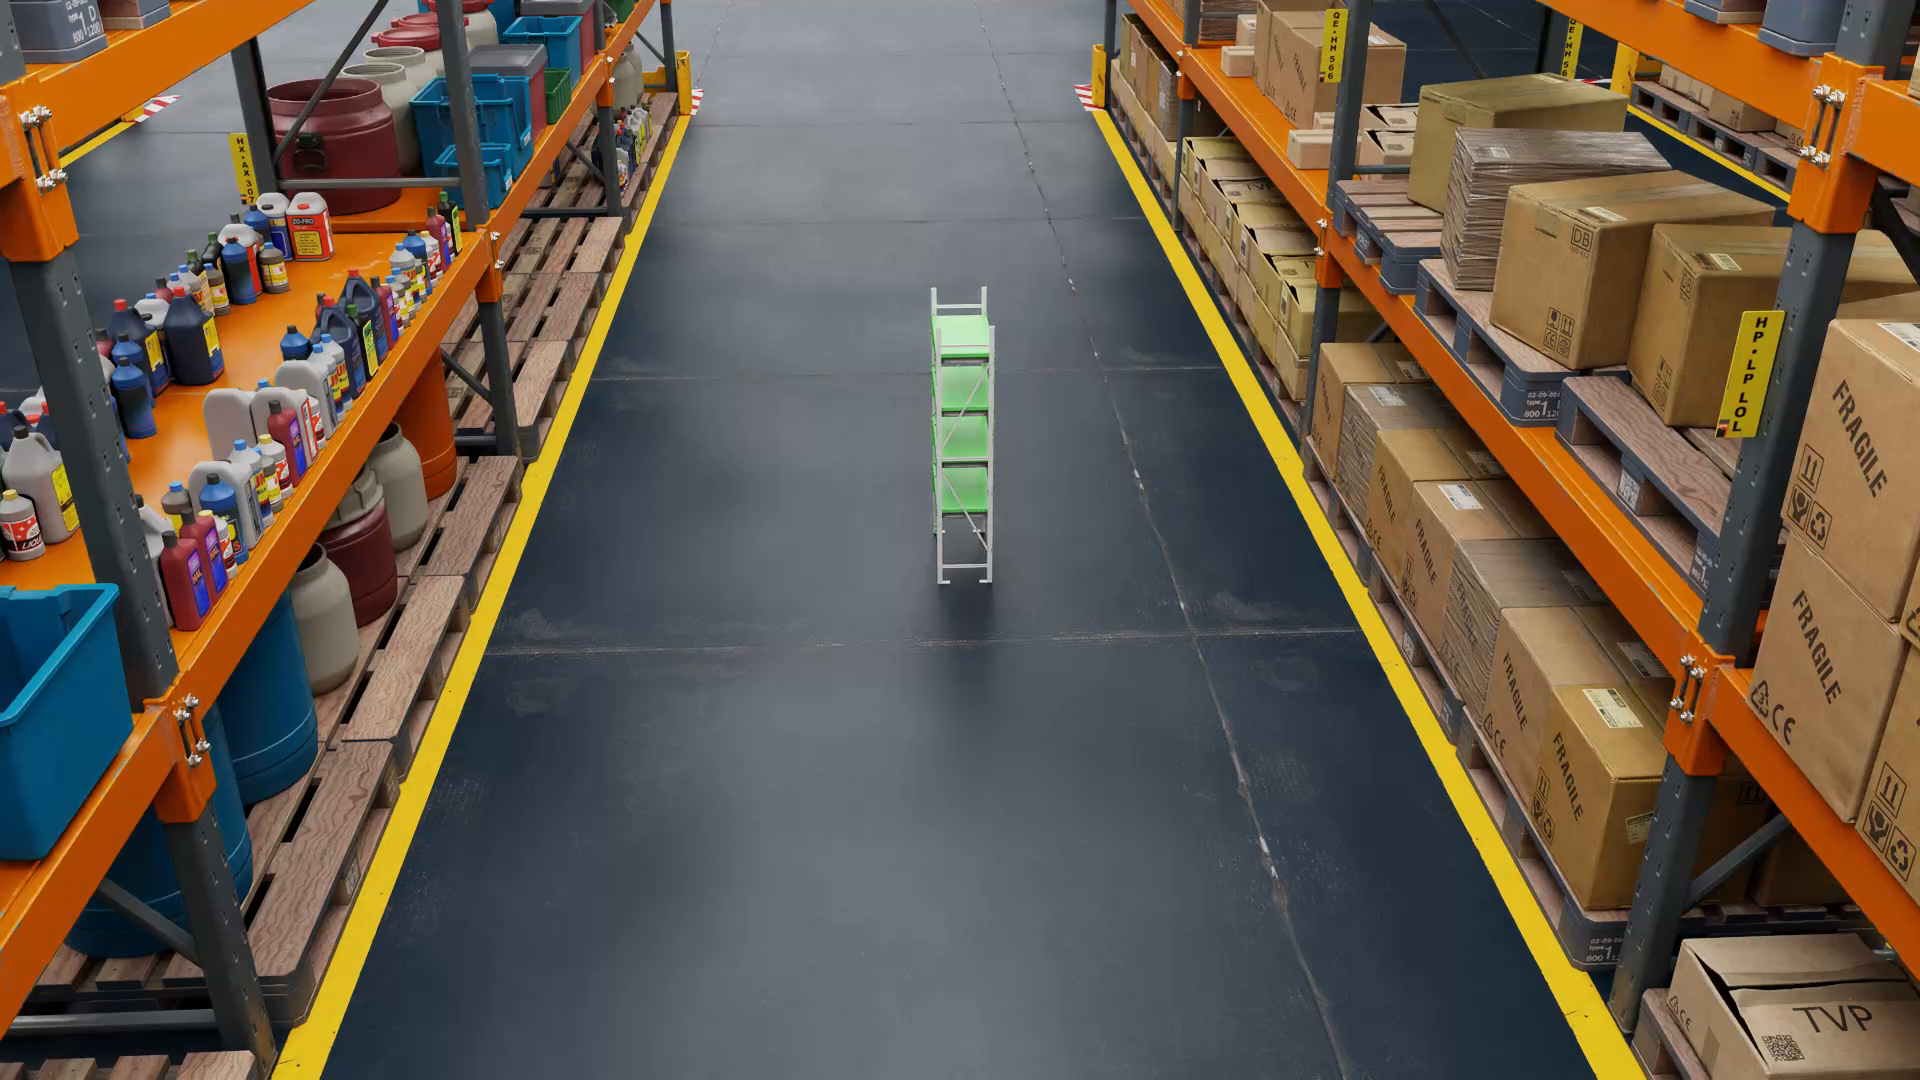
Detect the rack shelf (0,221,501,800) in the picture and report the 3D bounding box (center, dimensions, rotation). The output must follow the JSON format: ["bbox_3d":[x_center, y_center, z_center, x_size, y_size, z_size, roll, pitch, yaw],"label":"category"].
[{"bbox_3d":[-2.590,-0.386,6.024,1.077,0.370,4.000,-1,28,-3],"label":"rack shelf"}]

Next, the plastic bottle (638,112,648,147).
[{"bbox_3d":[-2.586,-3.292,13.287,0.152,0.276,0.135,-2,28,-4],"label":"plastic bottle"}]

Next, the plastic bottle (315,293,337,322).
[{"bbox_3d":[-2.322,-0.784,6.135,0.061,0.283,0.133,-1,28,-3],"label":"plastic bottle"}]

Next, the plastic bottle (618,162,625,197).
[{"bbox_3d":[-2.483,-2.619,12.002,0.097,0.271,0.097,0,28,0],"label":"plastic bottle"}]

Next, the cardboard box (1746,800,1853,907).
[{"bbox_3d":[2.679,0.785,5.229,0.500,0.500,0.500,-3,28,-5],"label":"cardboard box"}]

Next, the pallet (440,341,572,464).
[{"bbox_3d":[-2.697,-0.751,8.961,1.003,0.211,1.213,-1,28,-3],"label":"pallet"}]

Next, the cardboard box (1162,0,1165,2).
[{"bbox_3d":[1.929,-4.555,13.131,0.700,0.500,0.500,-1,28,-1],"label":"cardboard box"}]

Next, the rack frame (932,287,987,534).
[{"bbox_3d":[-0.004,-0.568,7.542,0.240,1.200,0.015,-1,28,-3],"label":"rack frame"}]

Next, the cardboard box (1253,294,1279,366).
[{"bbox_3d":[1.950,-1.189,9.304,0.500,0.250,0.500,-2,28,-3],"label":"cardboard box"}]

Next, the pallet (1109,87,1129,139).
[{"bbox_3d":[1.916,-3.852,14.908,1.003,0.211,1.213,-1,28,-3],"label":"pallet"}]

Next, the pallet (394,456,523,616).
[{"bbox_3d":[-2.612,-0.029,7.578,1.003,0.211,1.213,-1,28,-3],"label":"pallet"}]

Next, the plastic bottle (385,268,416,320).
[{"bbox_3d":[-2.222,-0.979,6.598,0.097,0.201,0.097,0,28,0],"label":"plastic bottle"}]

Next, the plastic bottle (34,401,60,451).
[{"bbox_3d":[-2.726,-0.265,5.068,0.144,0.351,0.185,-1,28,-3],"label":"plastic bottle"}]

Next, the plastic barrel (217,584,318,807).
[{"bbox_3d":[-2.534,0.384,5.585,0.600,0.901,0.708,-1,28,-3],"label":"plastic barrel"}]

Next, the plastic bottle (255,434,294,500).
[{"bbox_3d":[-2.138,-0.229,5.161,0.097,0.201,0.097,0,28,0],"label":"plastic bottle"}]

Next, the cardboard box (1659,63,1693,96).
[{"bbox_3d":[6.727,-4.244,15.074,0.500,0.311,0.500,-4,28,-8],"label":"cardboard box"}]

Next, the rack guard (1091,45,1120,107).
[{"bbox_3d":[1.833,-4.344,15.538,1.175,0.500,0.348,-1,28,-3],"label":"rack guard"}]

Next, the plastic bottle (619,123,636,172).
[{"bbox_3d":[-2.541,-2.966,12.583,0.144,0.351,0.185,-3,28,-5],"label":"plastic bottle"}]

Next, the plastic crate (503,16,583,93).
[{"bbox_3d":[-2.535,-2.967,10.212,0.392,0.384,0.575,-1,28,-3],"label":"plastic crate"}]

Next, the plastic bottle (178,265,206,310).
[{"bbox_3d":[-2.973,-0.928,6.424,0.097,0.271,0.097,0,28,0],"label":"plastic bottle"}]

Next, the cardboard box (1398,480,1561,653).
[{"bbox_3d":[2.077,0.098,6.545,0.500,0.500,0.500,-2,28,-4],"label":"cardboard box"}]

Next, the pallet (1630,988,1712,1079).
[{"bbox_3d":[2.496,1.654,4.350,1.003,0.211,1.213,-1,28,-3],"label":"pallet"}]

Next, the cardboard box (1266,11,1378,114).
[{"bbox_3d":[2.121,-2.808,9.783,0.500,0.500,0.500,-1,28,-3],"label":"cardboard box"}]

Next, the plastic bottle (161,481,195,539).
[{"bbox_3d":[-2.272,-0.074,4.862,0.097,0.201,0.097,0,28,0],"label":"plastic bottle"}]

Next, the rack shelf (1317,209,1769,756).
[{"bbox_3d":[2.356,-0.504,6.250,1.077,0.370,4.000,-1,28,-3],"label":"rack shelf"}]

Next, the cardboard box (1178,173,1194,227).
[{"bbox_3d":[1.817,-2.369,11.567,0.500,0.250,0.500,-2,28,-4],"label":"cardboard box"}]

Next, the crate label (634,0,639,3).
[{"bbox_3d":[-2.746,-4.495,13.087,0.502,0.435,0.616,-1,28,-3],"label":"crate label"}]

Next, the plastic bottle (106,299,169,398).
[{"bbox_3d":[-2.918,-0.685,5.873,0.144,0.351,0.185,-1,28,-3],"label":"plastic bottle"}]

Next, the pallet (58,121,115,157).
[{"bbox_3d":[-8.048,-3.556,14.340,1.003,0.211,1.213,-1,28,-3],"label":"pallet"}]

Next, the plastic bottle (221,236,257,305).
[{"bbox_3d":[-2.931,-1.097,6.750,0.097,0.271,0.097,0,28,0],"label":"plastic bottle"}]

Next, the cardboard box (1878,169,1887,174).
[{"bbox_3d":[6.932,-2.900,12.655,0.380,0.166,0.250,-5,28,-9],"label":"cardboard box"}]

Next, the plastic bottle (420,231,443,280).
[{"bbox_3d":[-2.248,-1.204,7.029,0.097,0.201,0.097,0,28,0],"label":"plastic bottle"}]

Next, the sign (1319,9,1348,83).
[{"bbox_3d":[1.698,-2.245,7.559,0.100,0.325,0.005,-1,28,-3],"label":"sign"}]

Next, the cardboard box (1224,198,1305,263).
[{"bbox_3d":[1.897,-1.903,10.067,0.500,0.311,0.500,-1,28,-1],"label":"cardboard box"}]

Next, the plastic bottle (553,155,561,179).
[{"bbox_3d":[-3.089,-2.858,12.455,0.152,0.276,0.135,-1,28,-3],"label":"plastic bottle"}]

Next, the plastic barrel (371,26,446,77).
[{"bbox_3d":[-3.012,-2.550,9.249,0.433,0.535,0.433,0,28,0],"label":"plastic barrel"}]

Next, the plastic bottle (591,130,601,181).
[{"bbox_3d":[-2.675,-2.876,12.409,0.144,0.351,0.185,-1,28,-3],"label":"plastic bottle"}]

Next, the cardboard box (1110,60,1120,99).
[{"bbox_3d":[1.640,-4.155,14.992,0.500,0.250,0.500,-1,28,-3],"label":"cardboard box"}]

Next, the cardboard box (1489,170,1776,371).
[{"bbox_3d":[2.307,-0.944,5.754,0.700,0.500,0.500,-8,29,-16],"label":"cardboard box"}]

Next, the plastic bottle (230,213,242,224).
[{"bbox_3d":[-3.023,-1.216,6.965,0.061,0.283,0.133,-1,28,-3],"label":"plastic bottle"}]

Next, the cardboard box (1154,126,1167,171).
[{"bbox_3d":[1.784,-3.001,12.779,0.500,0.250,0.500,-1,28,-3],"label":"cardboard box"}]

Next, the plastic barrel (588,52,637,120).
[{"bbox_3d":[-2.976,-3.873,14.168,0.421,0.512,0.421,0,28,0],"label":"plastic barrel"}]

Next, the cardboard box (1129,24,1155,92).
[{"bbox_3d":[1.707,-4.026,13.934,0.500,0.500,0.500,-1,28,-3],"label":"cardboard box"}]

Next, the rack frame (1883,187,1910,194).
[{"bbox_3d":[6.990,-3.715,11.629,1.000,3.000,0.127,-1,28,-3],"label":"rack frame"}]

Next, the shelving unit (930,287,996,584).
[{"bbox_3d":[0.009,-0.456,7.326,0.258,1.200,0.503,-1,28,-3],"label":"shelving unit"}]

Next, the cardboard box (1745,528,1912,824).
[{"bbox_3d":[2.215,0.298,3.826,0.500,0.500,0.500,-1,28,-1],"label":"cardboard box"}]

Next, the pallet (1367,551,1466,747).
[{"bbox_3d":[2.314,0.398,6.759,1.003,0.211,1.213,-1,28,-3],"label":"pallet"}]

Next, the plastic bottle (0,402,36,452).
[{"bbox_3d":[-2.870,-0.261,5.061,0.144,0.351,0.185,-1,28,-3],"label":"plastic bottle"}]

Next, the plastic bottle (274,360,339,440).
[{"bbox_3d":[-2.190,-0.484,5.569,0.152,0.276,0.135,-1,28,-3],"label":"plastic bottle"}]

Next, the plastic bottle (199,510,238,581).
[{"bbox_3d":[-2.110,0.013,4.697,0.097,0.201,0.097,0,28,0],"label":"plastic bottle"}]

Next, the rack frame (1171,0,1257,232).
[{"bbox_3d":[2.043,-3.594,11.397,1.000,3.000,0.127,-1,28,-3],"label":"rack frame"}]
